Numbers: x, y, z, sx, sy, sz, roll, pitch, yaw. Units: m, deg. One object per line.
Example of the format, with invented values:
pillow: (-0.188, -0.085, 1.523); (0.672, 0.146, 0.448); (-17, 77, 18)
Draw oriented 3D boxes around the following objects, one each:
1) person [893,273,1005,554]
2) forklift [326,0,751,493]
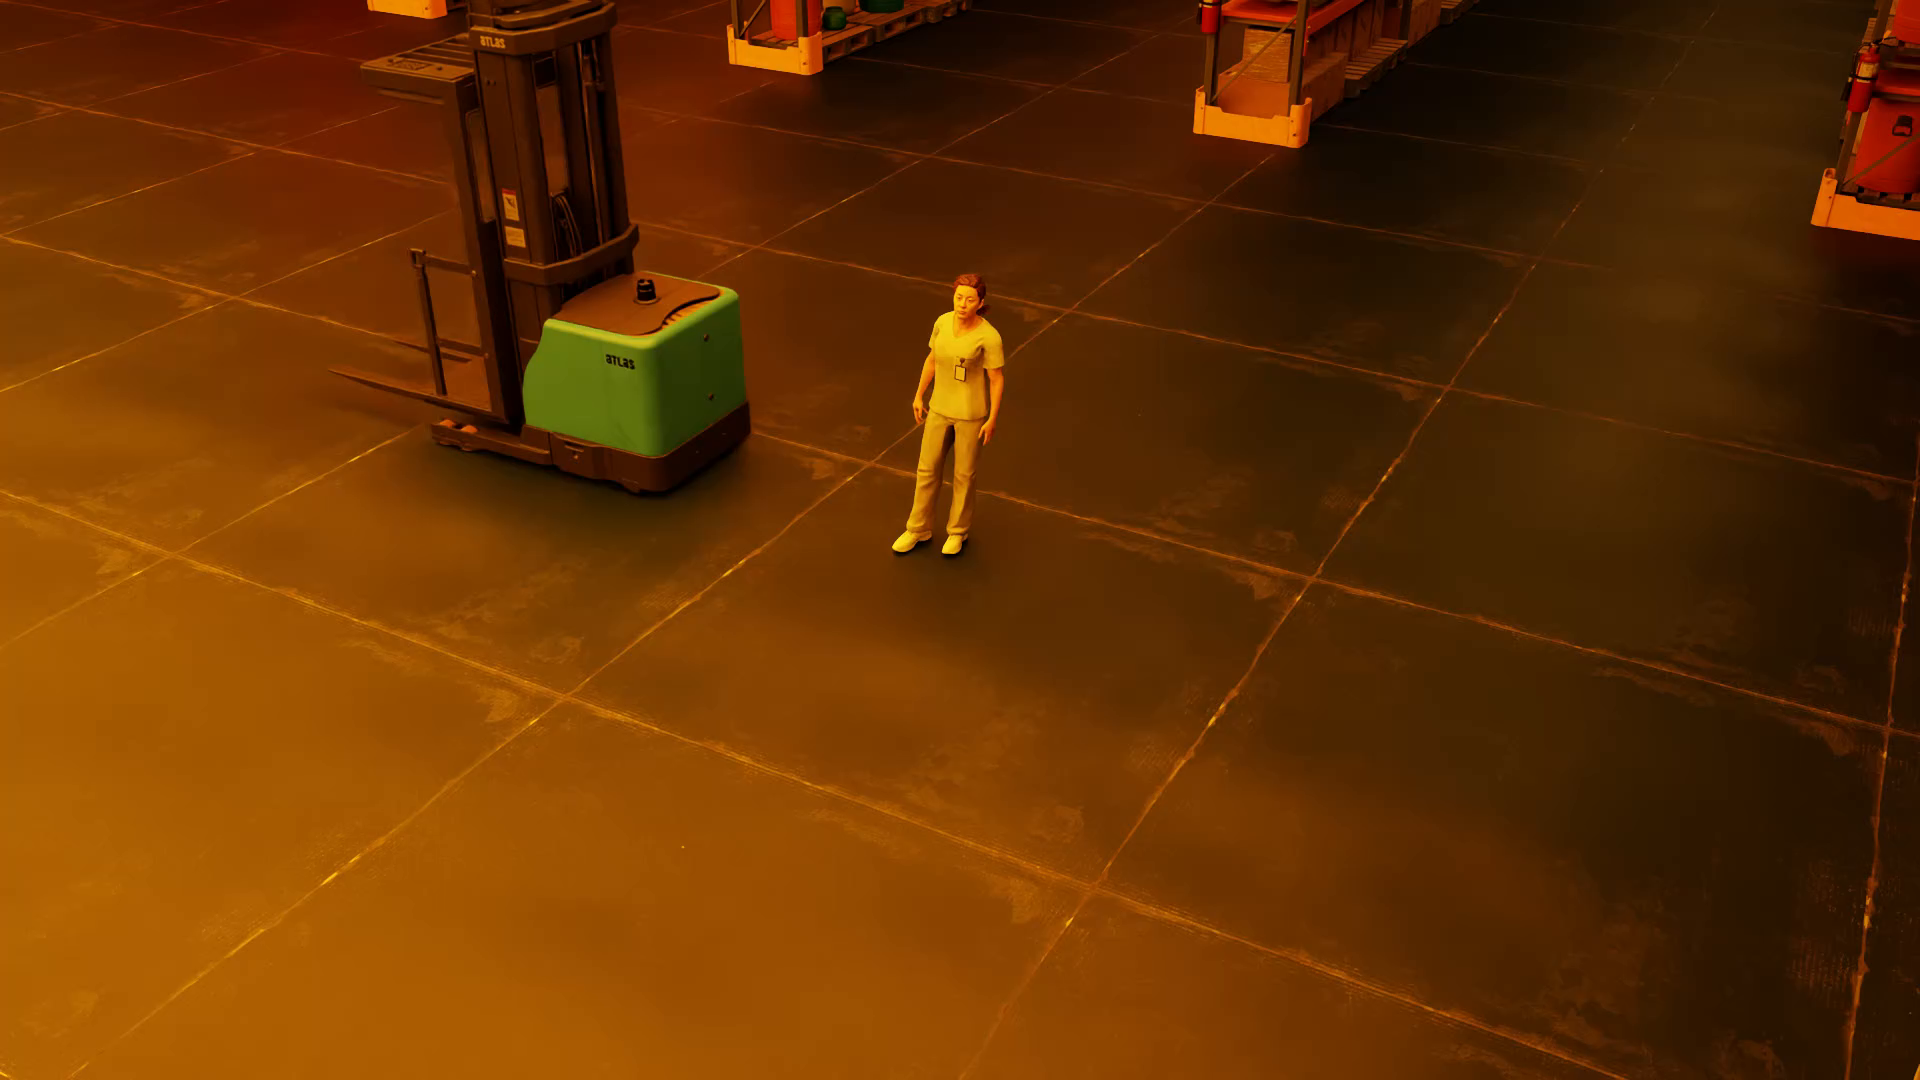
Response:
person: (-0.048, -0.703, 9.530); (0.549, 1.673, 0.548); (15, 33, 25)
forklift: (-2.944, -2.074, 10.664); (3.031, 2.935, 1.130); (15, 33, 24)
